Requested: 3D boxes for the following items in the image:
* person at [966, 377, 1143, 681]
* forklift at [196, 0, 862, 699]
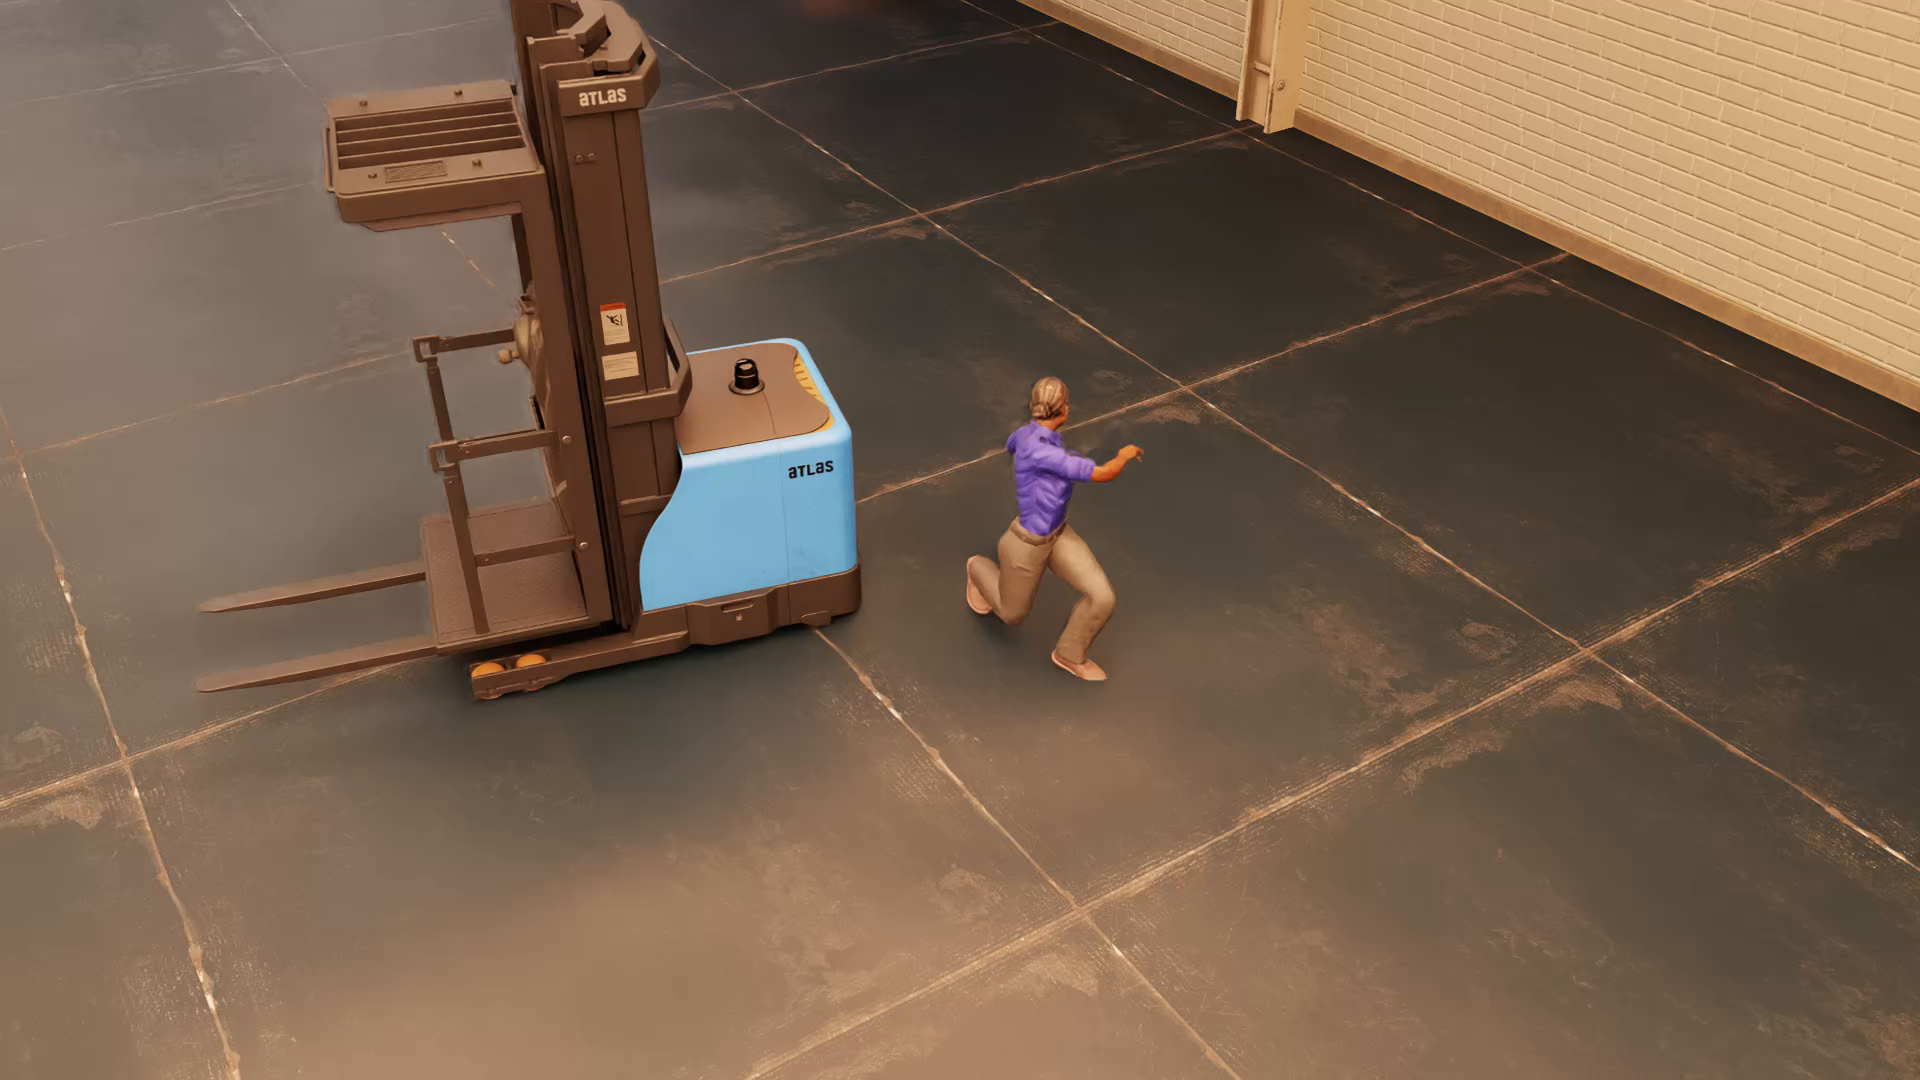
[{"bbox_3d":[0.409,-0.113,7.703,0.916,1.431,0.685,23,41,29],"label":"person"},{"bbox_3d":[-2.055,-0.809,7.299,3.031,2.935,1.130,-11,37,-15],"label":"forklift"}]
